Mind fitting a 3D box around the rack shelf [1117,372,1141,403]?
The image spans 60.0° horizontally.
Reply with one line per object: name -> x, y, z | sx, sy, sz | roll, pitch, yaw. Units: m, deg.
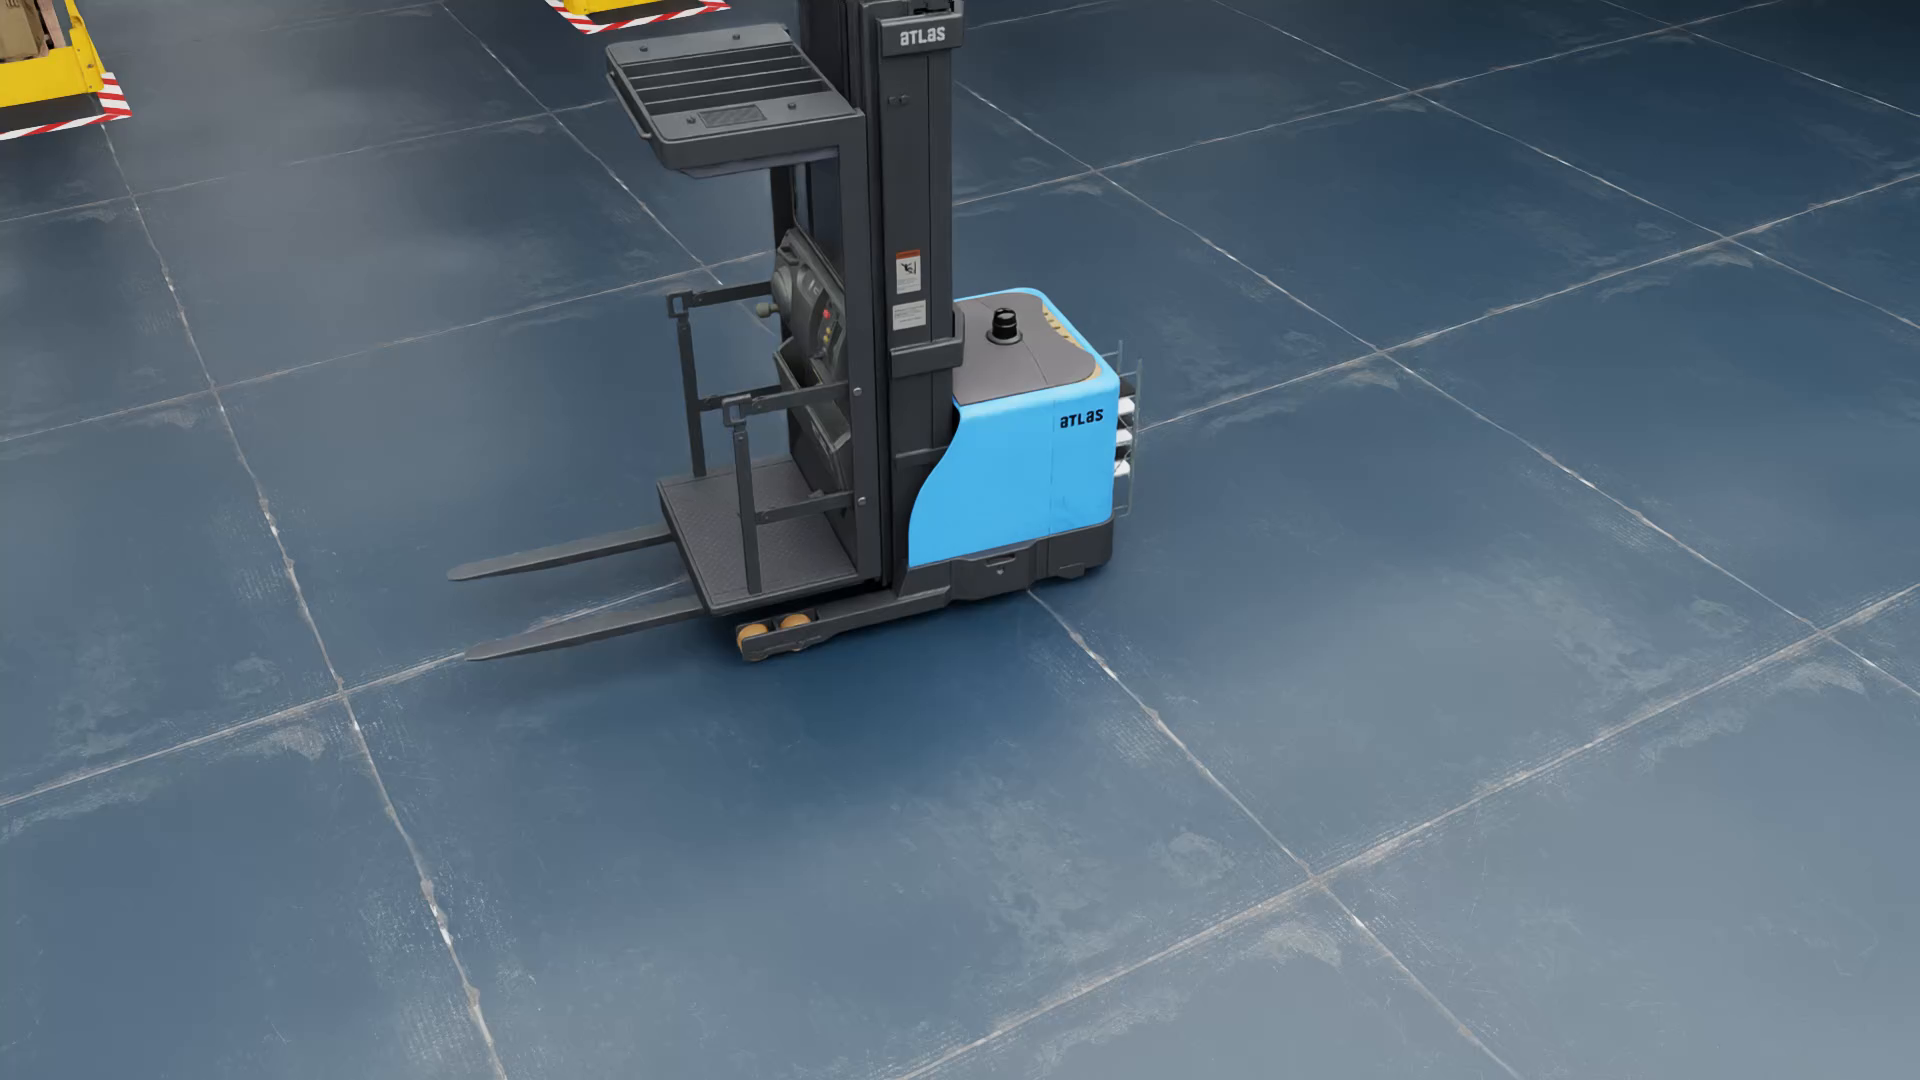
rack shelf -> 0.713, -0.712, 8.061 | 0.258, 0.077, 0.200 | -14, 38, -18

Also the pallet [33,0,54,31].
pallet -> -8.315, -4.594, 14.361 | 1.003, 0.211, 1.213 | -19, 40, -24

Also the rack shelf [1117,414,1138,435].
rack shelf -> 0.713, -0.567, 8.167 | 0.258, 0.077, 0.200 | -14, 38, -18

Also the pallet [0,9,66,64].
pallet -> -7.706, -3.972, 13.510 | 1.003, 0.211, 1.213 | -19, 40, -24

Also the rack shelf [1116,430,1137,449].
rack shelf -> 0.713, -0.494, 8.220 | 0.258, 0.077, 0.200 | -14, 38, -18

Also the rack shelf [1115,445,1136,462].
rack shelf -> 0.713, -0.422, 8.273 | 0.258, 0.077, 0.200 | -14, 38, -18

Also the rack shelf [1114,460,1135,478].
rack shelf -> 0.713, -0.349, 8.327 | 0.258, 0.077, 0.200 | -14, 38, -18

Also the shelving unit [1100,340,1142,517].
shelving unit -> 0.713, -0.521, 8.201 | 0.258, 0.900, 0.210 | -14, 38, -18

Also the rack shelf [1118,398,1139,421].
rack shelf -> 0.713, -0.640, 8.114 | 0.258, 0.077, 0.200 | -14, 38, -18

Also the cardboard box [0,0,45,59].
cardboard box -> -7.590, -4.118, 13.109 | 0.500, 0.500, 0.500 | -12, 38, -16

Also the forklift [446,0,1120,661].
forklift -> -0.837, -0.992, 7.124 | 3.031, 2.935, 1.130 | -13, 38, -17

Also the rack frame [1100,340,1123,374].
rack frame -> 0.674, -0.577, 8.277 | 0.240, 0.900, 0.006 | -14, 38, -18

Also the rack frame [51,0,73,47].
rack frame -> -7.291, -4.635, 12.053 | 1.000, 3.000, 0.127 | -19, 40, -24

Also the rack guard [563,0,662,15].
rack guard -> -2.939, -5.031, 14.715 | 1.175, 0.500, 0.348 | -19, 40, -24

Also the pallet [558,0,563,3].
pallet -> -3.421, -5.311, 15.343 | 1.003, 0.211, 1.213 | -19, 40, -24

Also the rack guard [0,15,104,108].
rack guard -> -7.329, -3.664, 12.843 | 1.175, 0.500, 0.348 | -19, 40, -24

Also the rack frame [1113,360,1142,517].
rack frame -> 0.752, -0.466, 8.125 | 0.240, 0.900, 0.006 | -14, 38, -18
